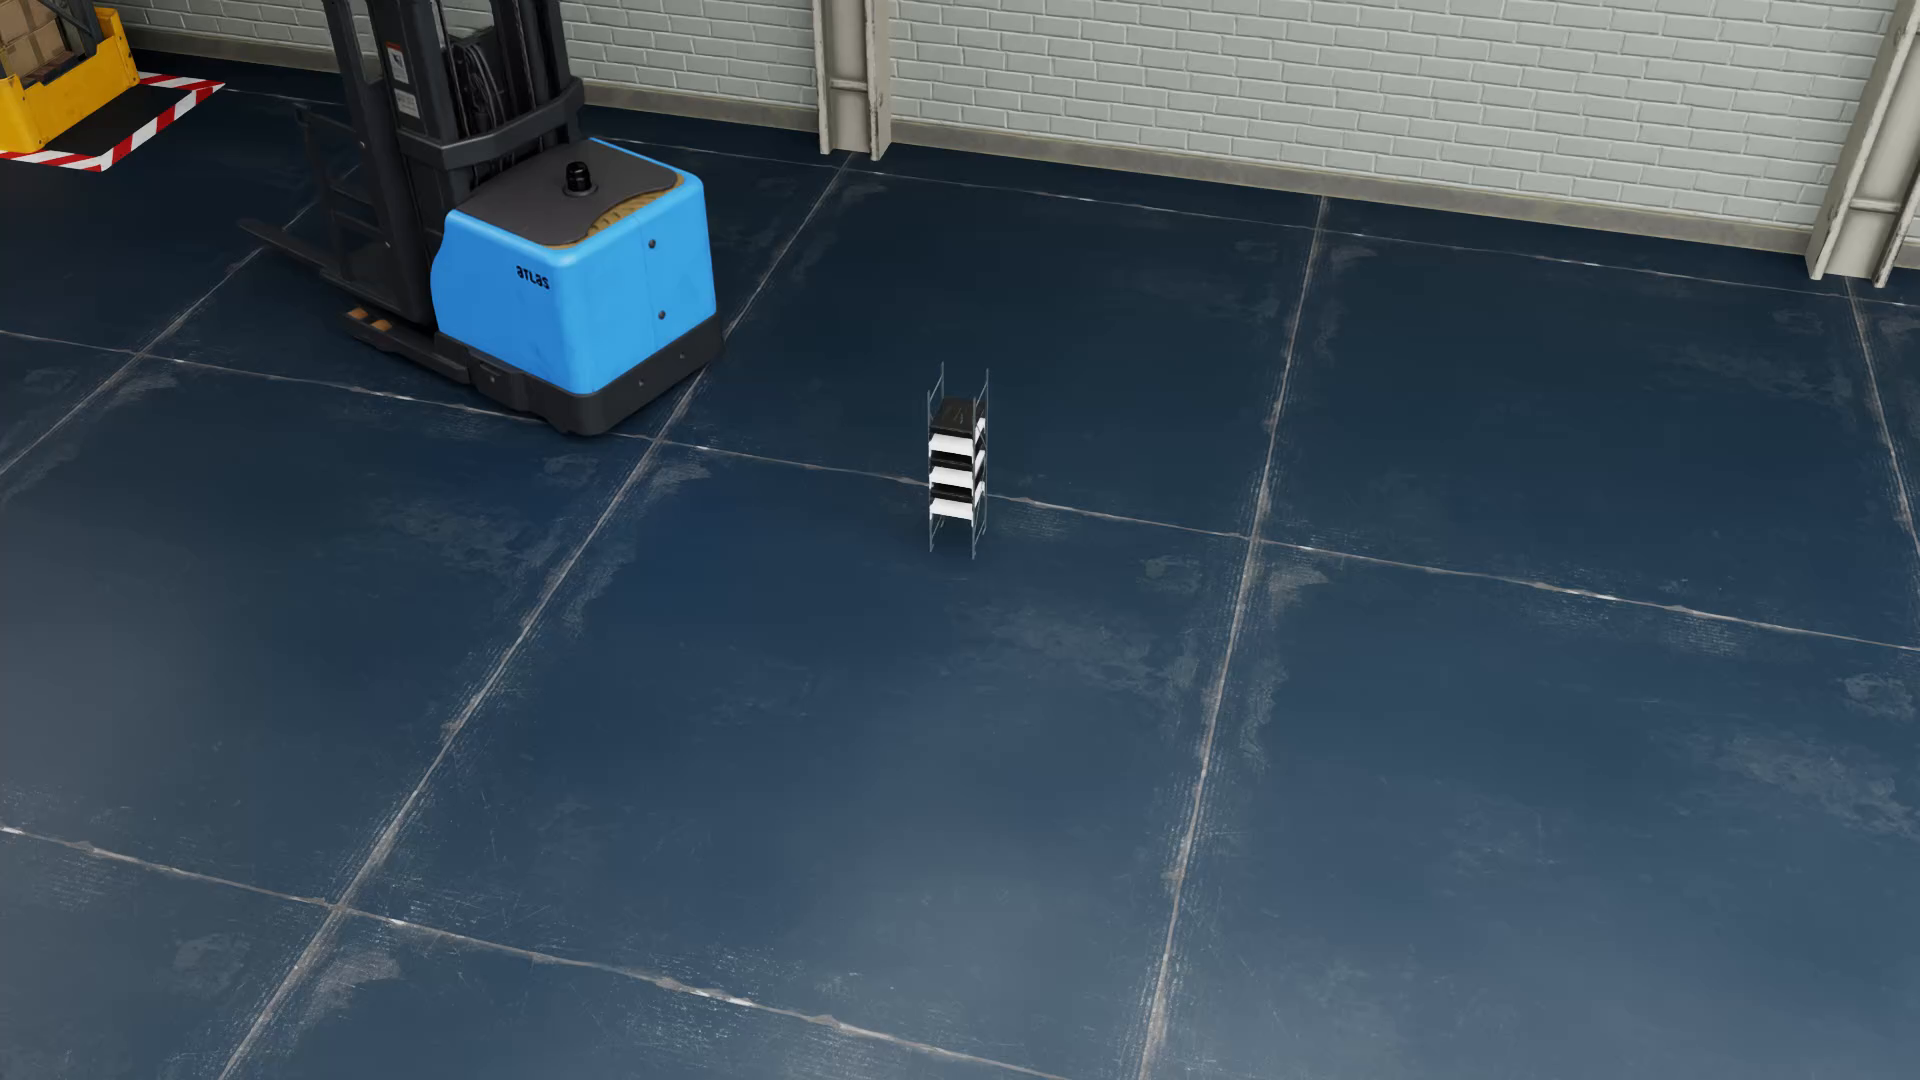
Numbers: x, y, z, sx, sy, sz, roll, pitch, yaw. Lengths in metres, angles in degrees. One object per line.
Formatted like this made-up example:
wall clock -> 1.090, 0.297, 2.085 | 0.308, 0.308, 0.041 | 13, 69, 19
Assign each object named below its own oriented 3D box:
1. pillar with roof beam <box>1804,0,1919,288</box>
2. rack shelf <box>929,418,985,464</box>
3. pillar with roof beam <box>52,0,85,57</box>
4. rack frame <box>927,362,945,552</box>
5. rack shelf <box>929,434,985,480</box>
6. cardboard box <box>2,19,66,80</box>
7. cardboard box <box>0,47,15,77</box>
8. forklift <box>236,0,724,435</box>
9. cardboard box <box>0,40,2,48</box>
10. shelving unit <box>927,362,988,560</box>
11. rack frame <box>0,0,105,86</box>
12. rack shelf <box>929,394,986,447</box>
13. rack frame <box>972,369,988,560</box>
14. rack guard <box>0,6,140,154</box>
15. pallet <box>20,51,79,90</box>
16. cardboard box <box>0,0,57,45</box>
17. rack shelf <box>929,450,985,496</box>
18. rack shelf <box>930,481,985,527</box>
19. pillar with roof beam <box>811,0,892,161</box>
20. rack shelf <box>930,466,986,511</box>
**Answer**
pillar with roof beam -> 4.009, -2.337, 3.560 | 0.400, 9.000, 9.100 | 10, 41, 11
rack shelf -> -0.008, -0.458, 7.392 | 0.200, 0.077, 0.258 | 10, 41, 11
pillar with roof beam -> -7.583, -4.331, 5.935 | 0.400, 9.000, 9.100 | 10, 41, 11
rack frame -> -0.106, -0.363, 7.507 | 0.006, 0.900, 0.240 | 10, 41, 11
rack shelf -> -0.008, -0.389, 7.450 | 0.200, 0.077, 0.258 | 10, 41, 11
cardboard box -> -6.455, -3.344, 11.235 | 0.500, 0.250, 0.500 | 10, 41, 12
cardboard box -> -6.566, -3.023, 10.853 | 0.500, 0.250, 0.500 | 10, 41, 12
forklift -> -2.758, -2.398, 8.350 | 3.031, 2.935, 1.130 | 24, 46, 26
cardboard box -> -6.582, -3.219, 10.698 | 0.500, 0.250, 0.500 | 9, 41, 11
shelving unit -> -0.008, -0.346, 7.487 | 0.210, 0.900, 0.258 | 10, 41, 11
rack frame -> -6.031, -4.033, 10.244 | 0.127, 3.000, 1.000 | 10, 41, 11
rack shelf -> -0.008, -0.527, 7.335 | 0.200, 0.077, 0.258 | 10, 41, 11
rack frame -> 0.090, -0.329, 7.467 | 0.006, 0.900, 0.240 | 10, 41, 11
rack guard -> -6.008, -3.072, 11.043 | 0.348, 0.500, 1.175 | 10, 41, 11
pallet -> -6.780, -3.066, 11.261 | 1.213, 0.211, 1.003 | 10, 41, 11
cardboard box -> -6.431, -3.540, 11.079 | 0.500, 0.250, 0.500 | 10, 41, 12
rack shelf -> -0.008, -0.320, 7.508 | 0.200, 0.077, 0.258 | 10, 41, 11
rack shelf -> -0.008, -0.183, 7.624 | 0.200, 0.077, 0.258 | 10, 41, 11
pillar with roof beam -> -1.787, -3.334, 4.747 | 0.400, 9.000, 9.100 | 10, 41, 11
rack shelf -> -0.008, -0.252, 7.566 | 0.200, 0.077, 0.258 | 10, 41, 11
